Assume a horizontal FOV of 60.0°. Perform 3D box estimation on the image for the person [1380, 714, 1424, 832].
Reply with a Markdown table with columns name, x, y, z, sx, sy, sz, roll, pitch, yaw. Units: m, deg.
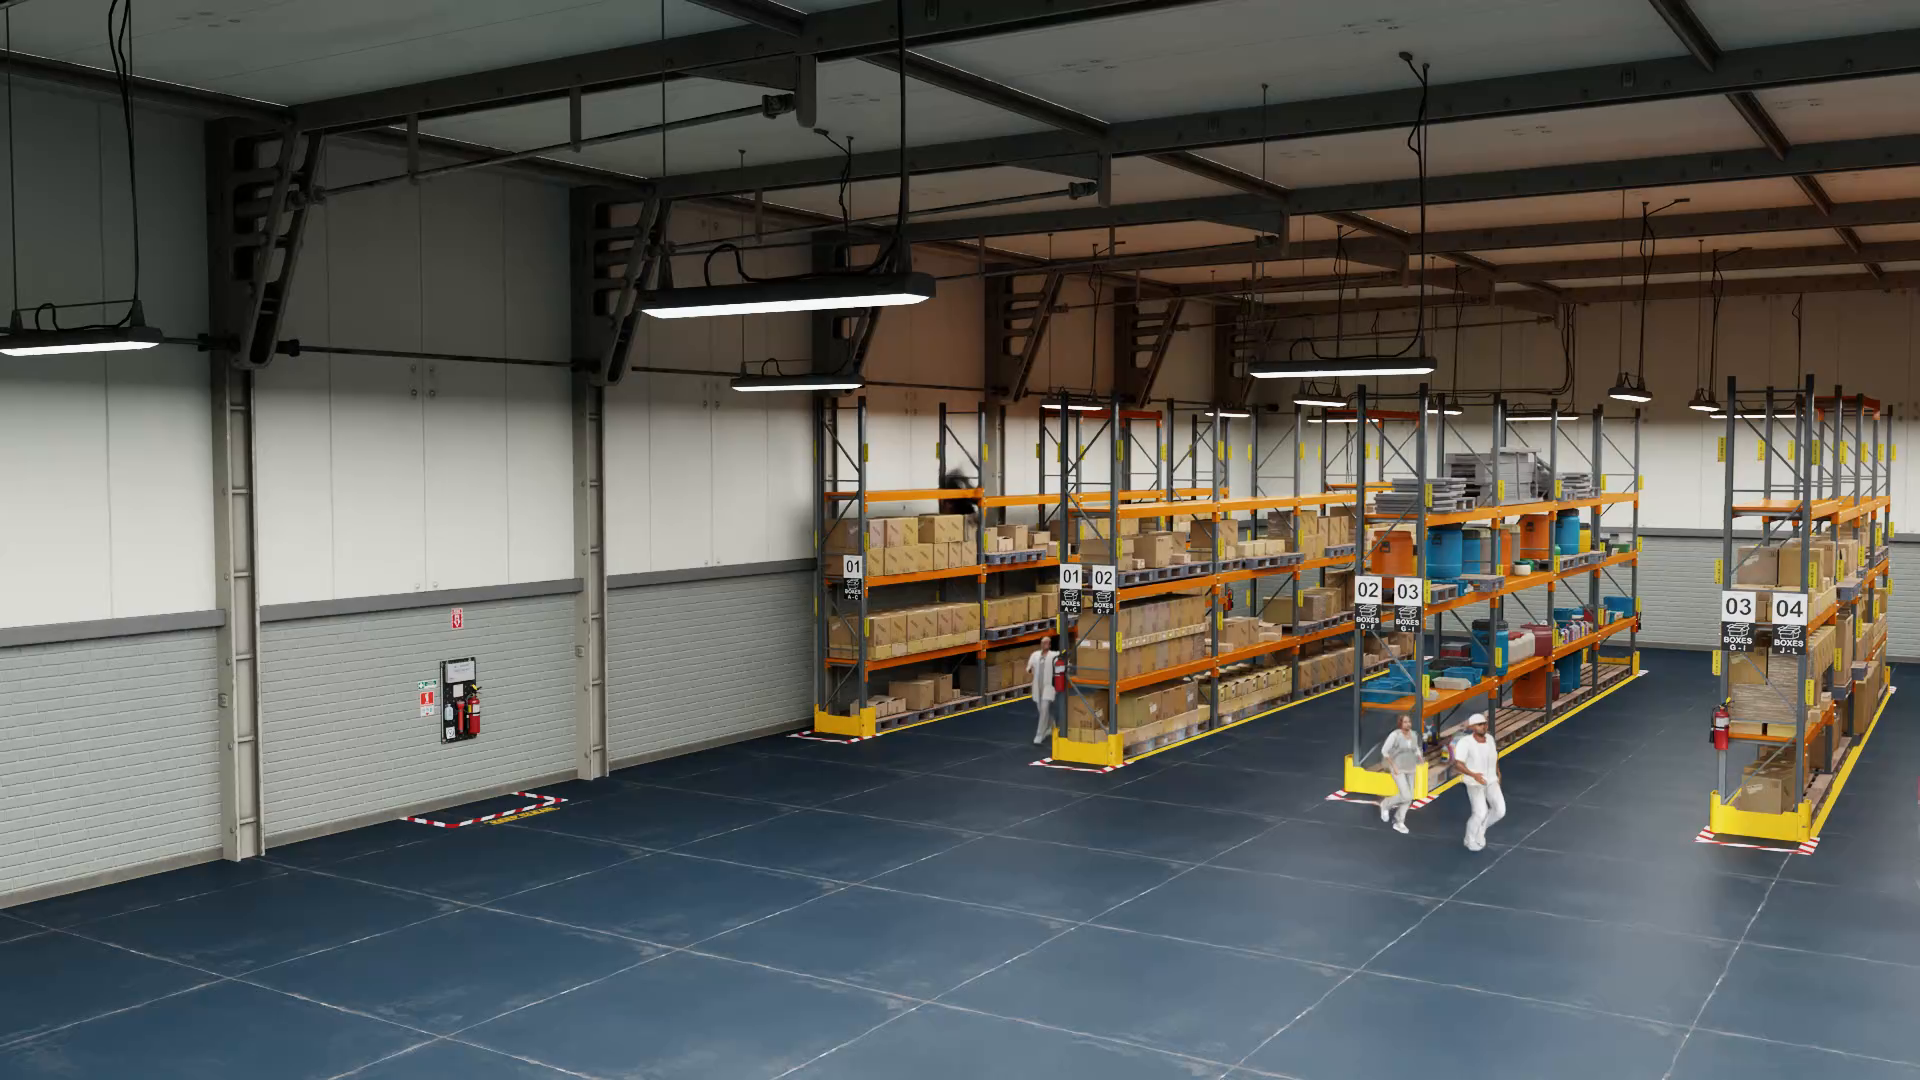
| name | x | y | z | sx | sy | sz | roll | pitch | yaw |
| --- | --- | --- | --- | --- | --- | --- | --- | --- | --- |
| person | 5.868 | 3.081 | 22.004 | 0.528 | 1.559 | 0.572 | -1 | 3 | -22 |

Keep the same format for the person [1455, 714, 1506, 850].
| name | x | y | z | sx | sy | sz | roll | pitch | yaw |
| --- | --- | --- | --- | --- | --- | --- | --- | --- | --- |
| person | 6.556 | 3.040 | 20.862 | 0.712 | 1.721 | 0.566 | -1 | 3 | -21 |

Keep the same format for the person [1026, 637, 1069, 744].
| name | x | y | z | sx | sy | sz | roll | pitch | yaw |
| --- | --- | --- | --- | --- | --- | --- | --- | --- | --- |
| person | 1.466 | 2.673 | 28.794 | 0.708 | 1.576 | 1.000 | 2 | 3 | 29 |
